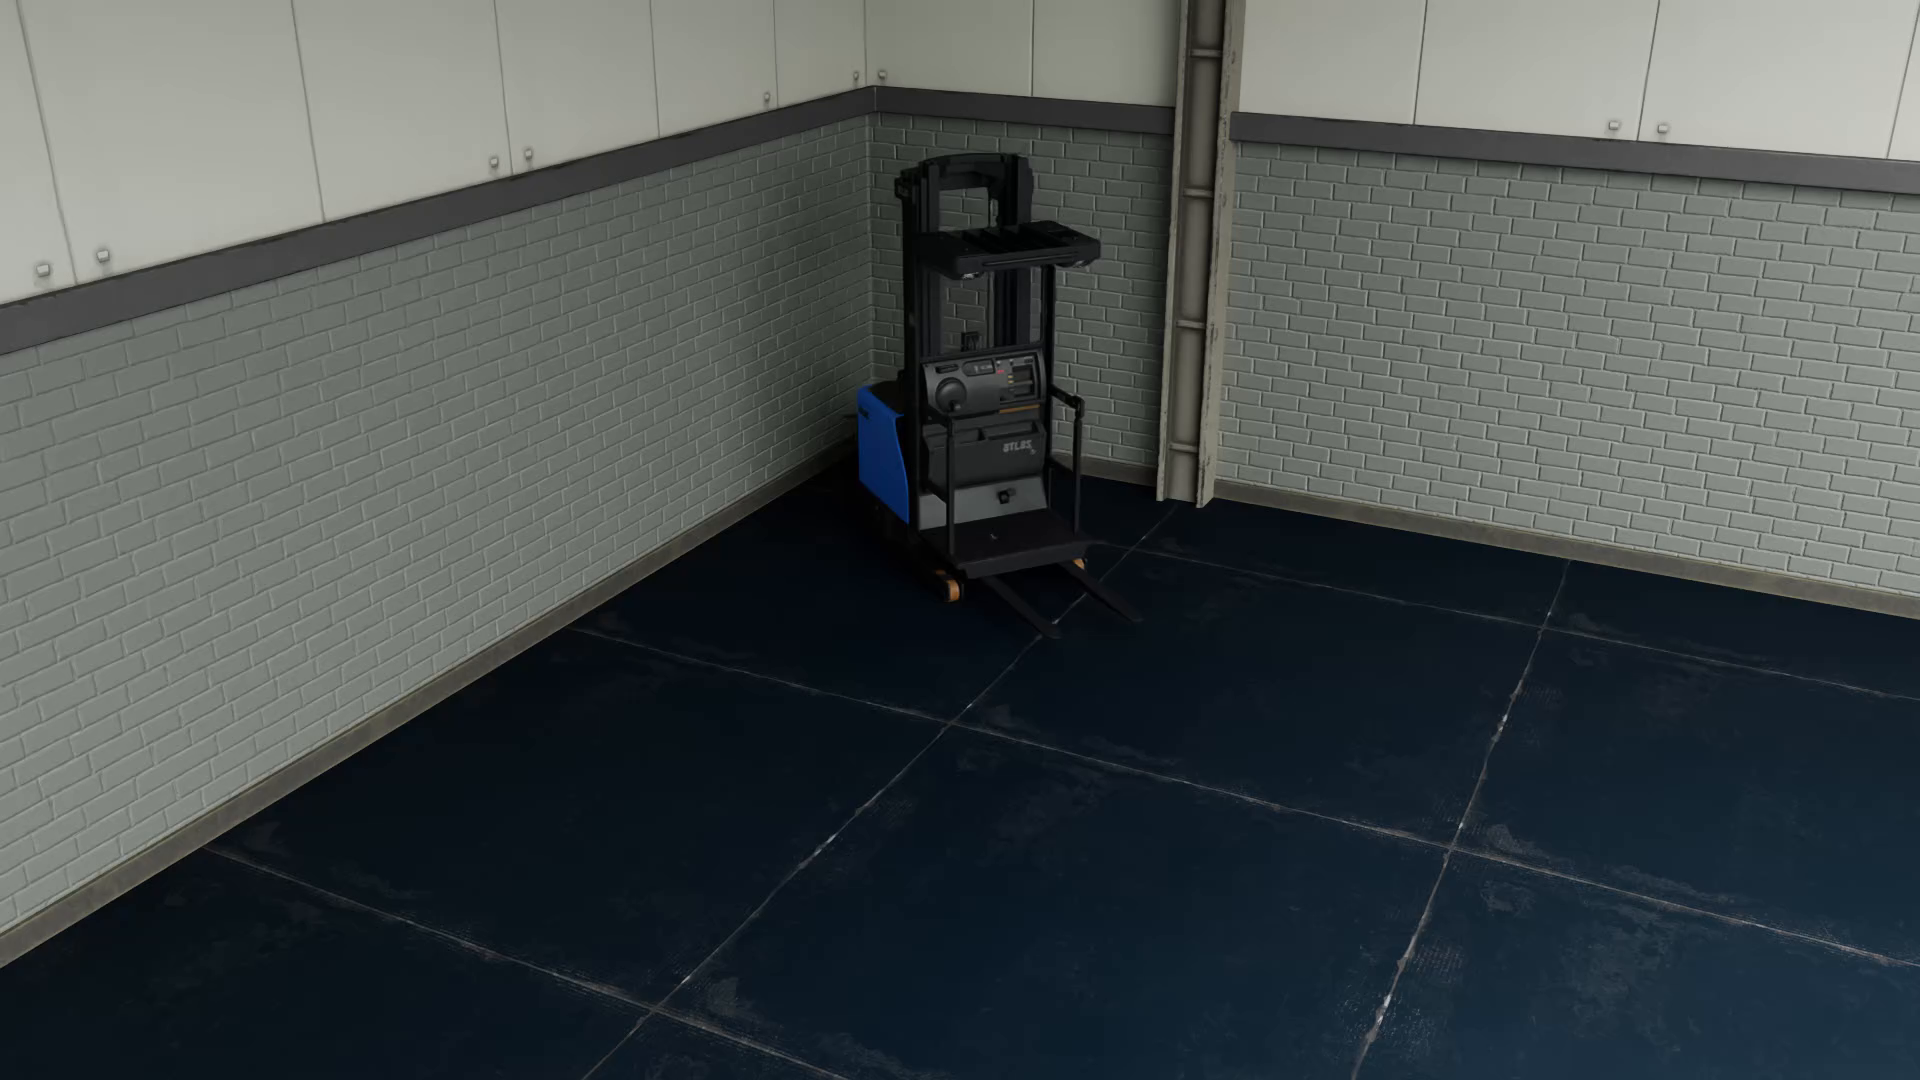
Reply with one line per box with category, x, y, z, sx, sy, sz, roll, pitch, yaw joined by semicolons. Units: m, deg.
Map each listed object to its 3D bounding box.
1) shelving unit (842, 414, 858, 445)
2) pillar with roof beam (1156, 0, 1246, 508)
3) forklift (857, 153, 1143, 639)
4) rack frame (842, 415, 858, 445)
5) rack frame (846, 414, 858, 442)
shelving unit;-0.390;-0.899;14.080;1.200;0.258;0.189;5;7;8
pillar with roof beam;-0.108;-2.981;8.261;0.400;9.000;9.100;11;25;25
forklift;0.268;-1.102;11.595;1.130;2.935;3.031;-10;25;-23
rack frame;-0.404;-0.889;13.991;1.200;0.240;0.006;5;7;8
rack frame;-0.375;-0.909;14.170;1.200;0.240;0.006;5;7;8
